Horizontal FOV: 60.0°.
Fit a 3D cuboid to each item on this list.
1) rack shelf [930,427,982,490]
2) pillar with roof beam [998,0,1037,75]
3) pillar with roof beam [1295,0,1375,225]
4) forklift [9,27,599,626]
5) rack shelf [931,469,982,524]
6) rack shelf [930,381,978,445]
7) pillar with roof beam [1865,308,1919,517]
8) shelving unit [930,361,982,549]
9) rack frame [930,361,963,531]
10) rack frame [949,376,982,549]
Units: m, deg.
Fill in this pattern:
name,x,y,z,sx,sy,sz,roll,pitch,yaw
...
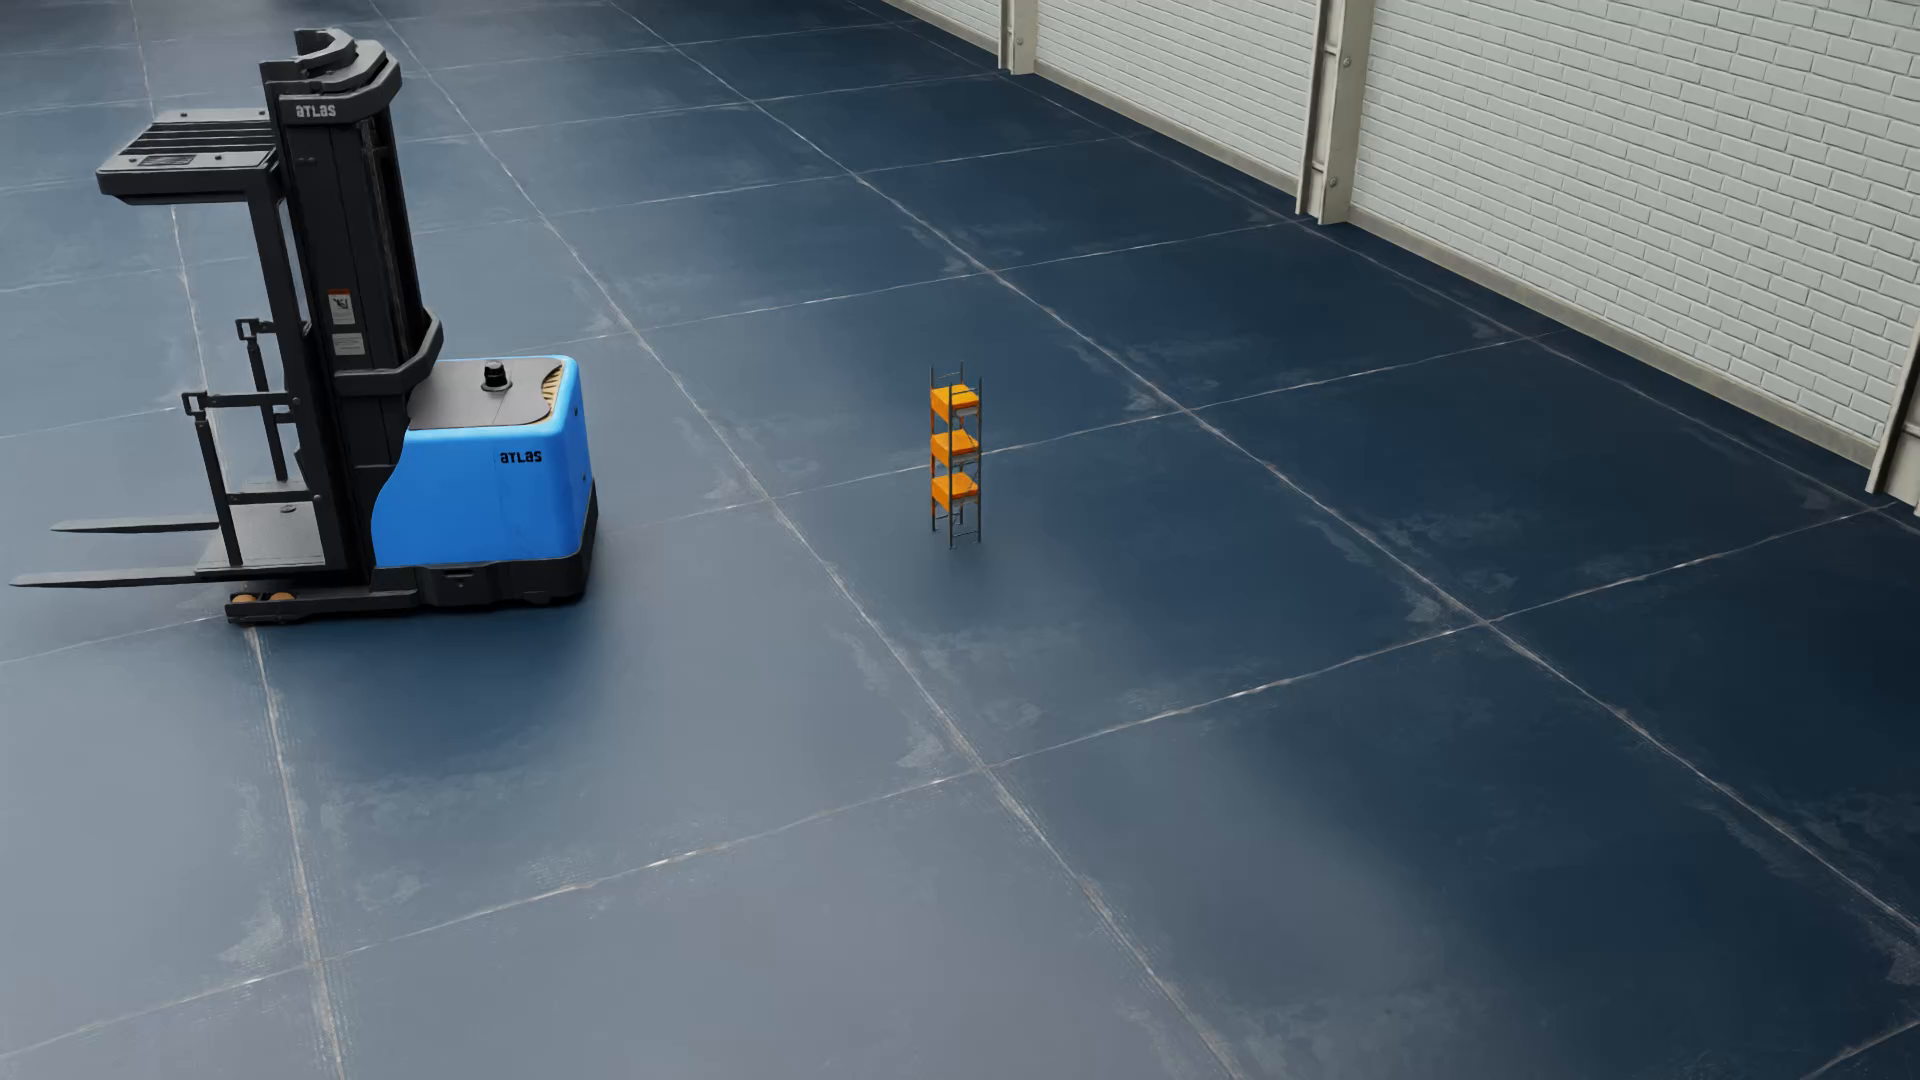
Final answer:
name,x,y,z,sx,sy,sz,roll,pitch,yaw
rack shelf,-0.023,-0.472,9.541,0.215,0.259,0.240,-13,32,-22
pillar with roof beam,-3.213,-8.576,15.843,9.100,9.000,0.400,-13,32,-22
pillar with roof beam,-0.637,-5.926,11.117,9.100,9.000,0.400,-13,32,-22
forklift,-3.610,-1.089,8.695,3.031,2.935,1.130,-3,29,-5
rack shelf,-0.023,-0.230,9.676,0.215,0.259,0.240,-13,32,-22
rack shelf,-0.023,-0.720,9.402,0.215,0.259,0.240,-13,32,-22
pillar with roof beam,1.939,-3.275,6.390,9.100,9.000,0.400,-13,32,-22
shelving unit,-0.023,-0.482,9.535,0.215,1.050,0.252,-13,32,-22
rack frame,-0.075,-0.535,9.631,0.200,1.050,0.008,-13,32,-22
rack frame,0.029,-0.428,9.439,0.200,1.050,0.008,-13,32,-22
